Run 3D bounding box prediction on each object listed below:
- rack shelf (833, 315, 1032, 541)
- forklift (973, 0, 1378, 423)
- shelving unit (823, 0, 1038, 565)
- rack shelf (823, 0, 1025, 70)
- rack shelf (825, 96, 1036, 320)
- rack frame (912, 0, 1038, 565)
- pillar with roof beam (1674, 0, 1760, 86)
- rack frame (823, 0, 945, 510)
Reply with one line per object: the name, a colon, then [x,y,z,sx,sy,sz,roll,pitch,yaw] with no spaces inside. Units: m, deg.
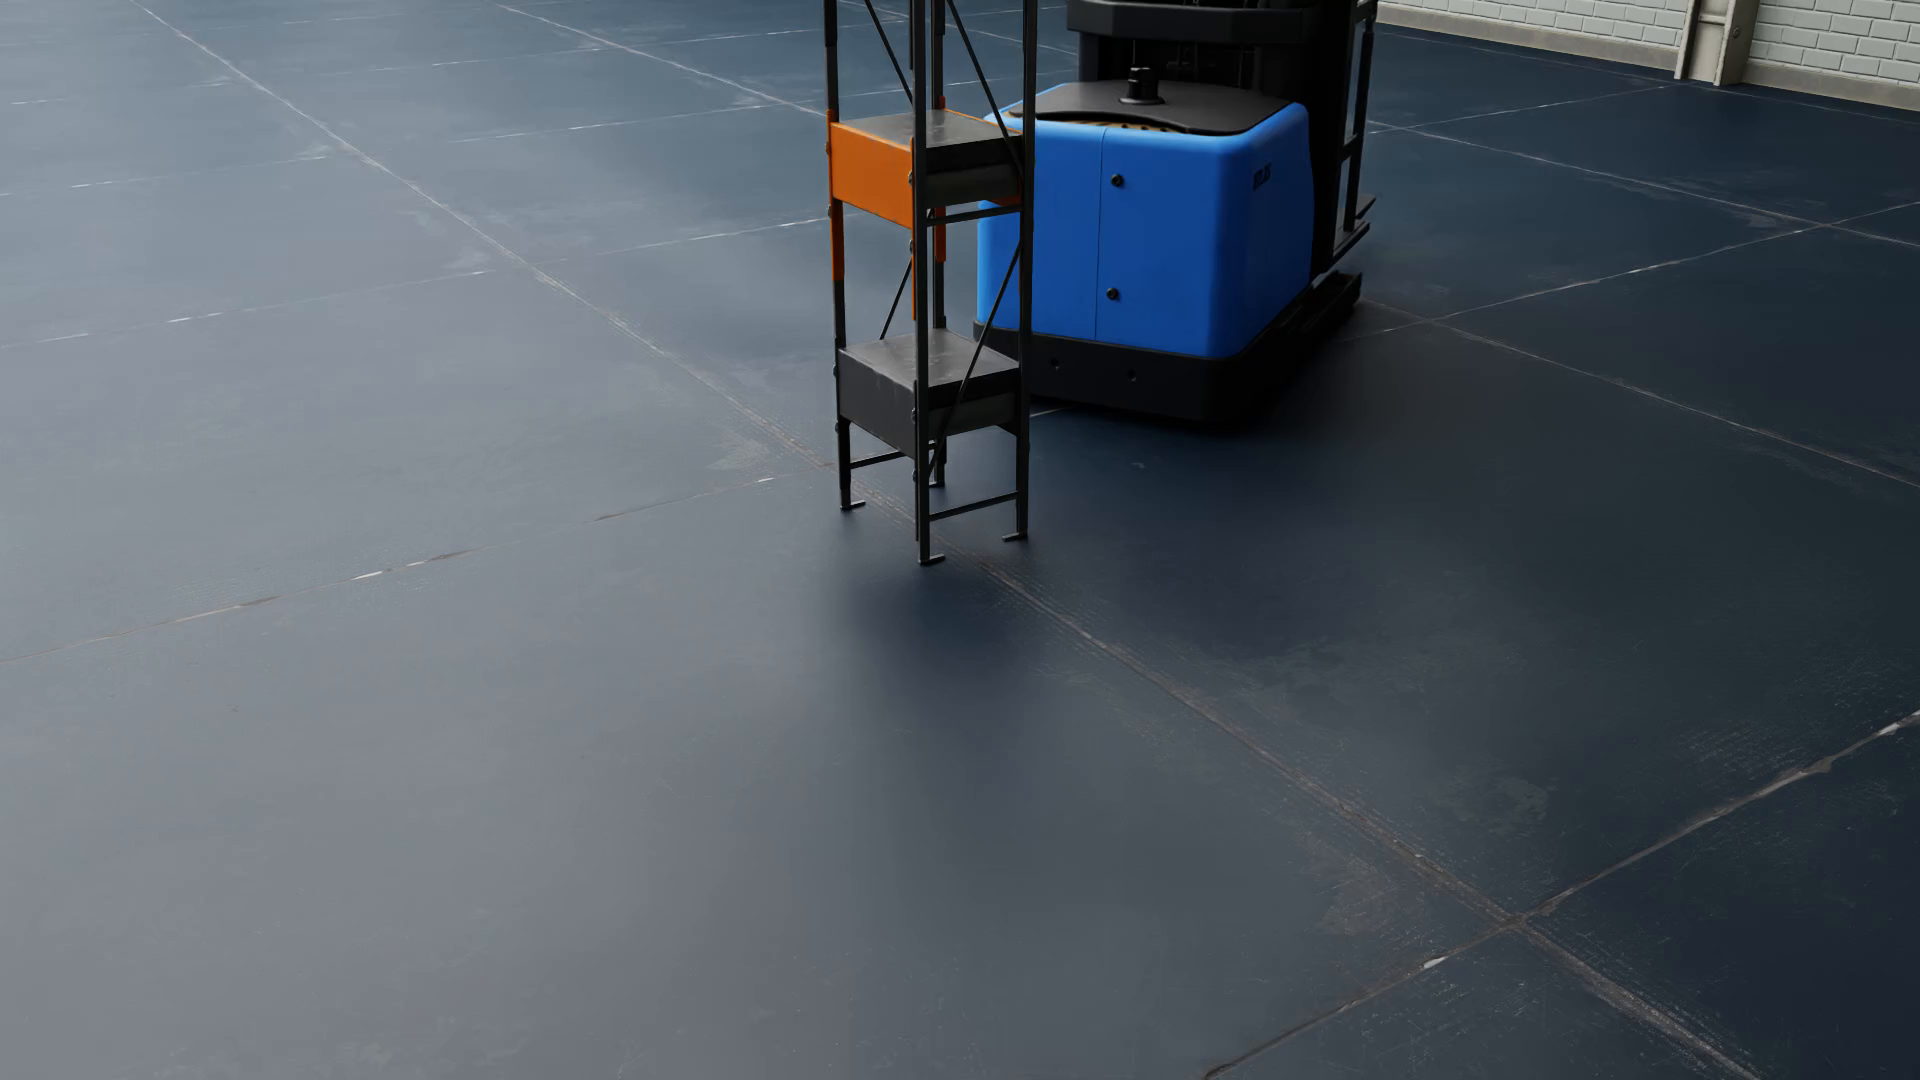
rack shelf: [-0.090,-0.363,5.232,0.431,0.518,0.480,-16,29,-30]
forklift: [1.142,-2.345,6.784,1.130,2.935,3.031,12,28,23]
shelving unit: [-0.090,-1.009,4.927,0.431,2.100,0.503,-16,29,-30]
rack shelf: [-0.090,-1.629,4.634,0.431,0.518,0.480,-16,29,-30]
rack shelf: [-0.090,-0.996,4.933,0.431,0.518,0.480,-16,29,-30]
rack frame: [0.043,-0.921,4.742,0.400,2.100,0.015,-16,29,-30]
pillar with roof beam: [2.103,-6.575,8.636,9.100,9.000,0.400,-16,29,-30]
rack frame: [-0.224,-1.096,5.112,0.400,2.100,0.015,-16,29,-30]
